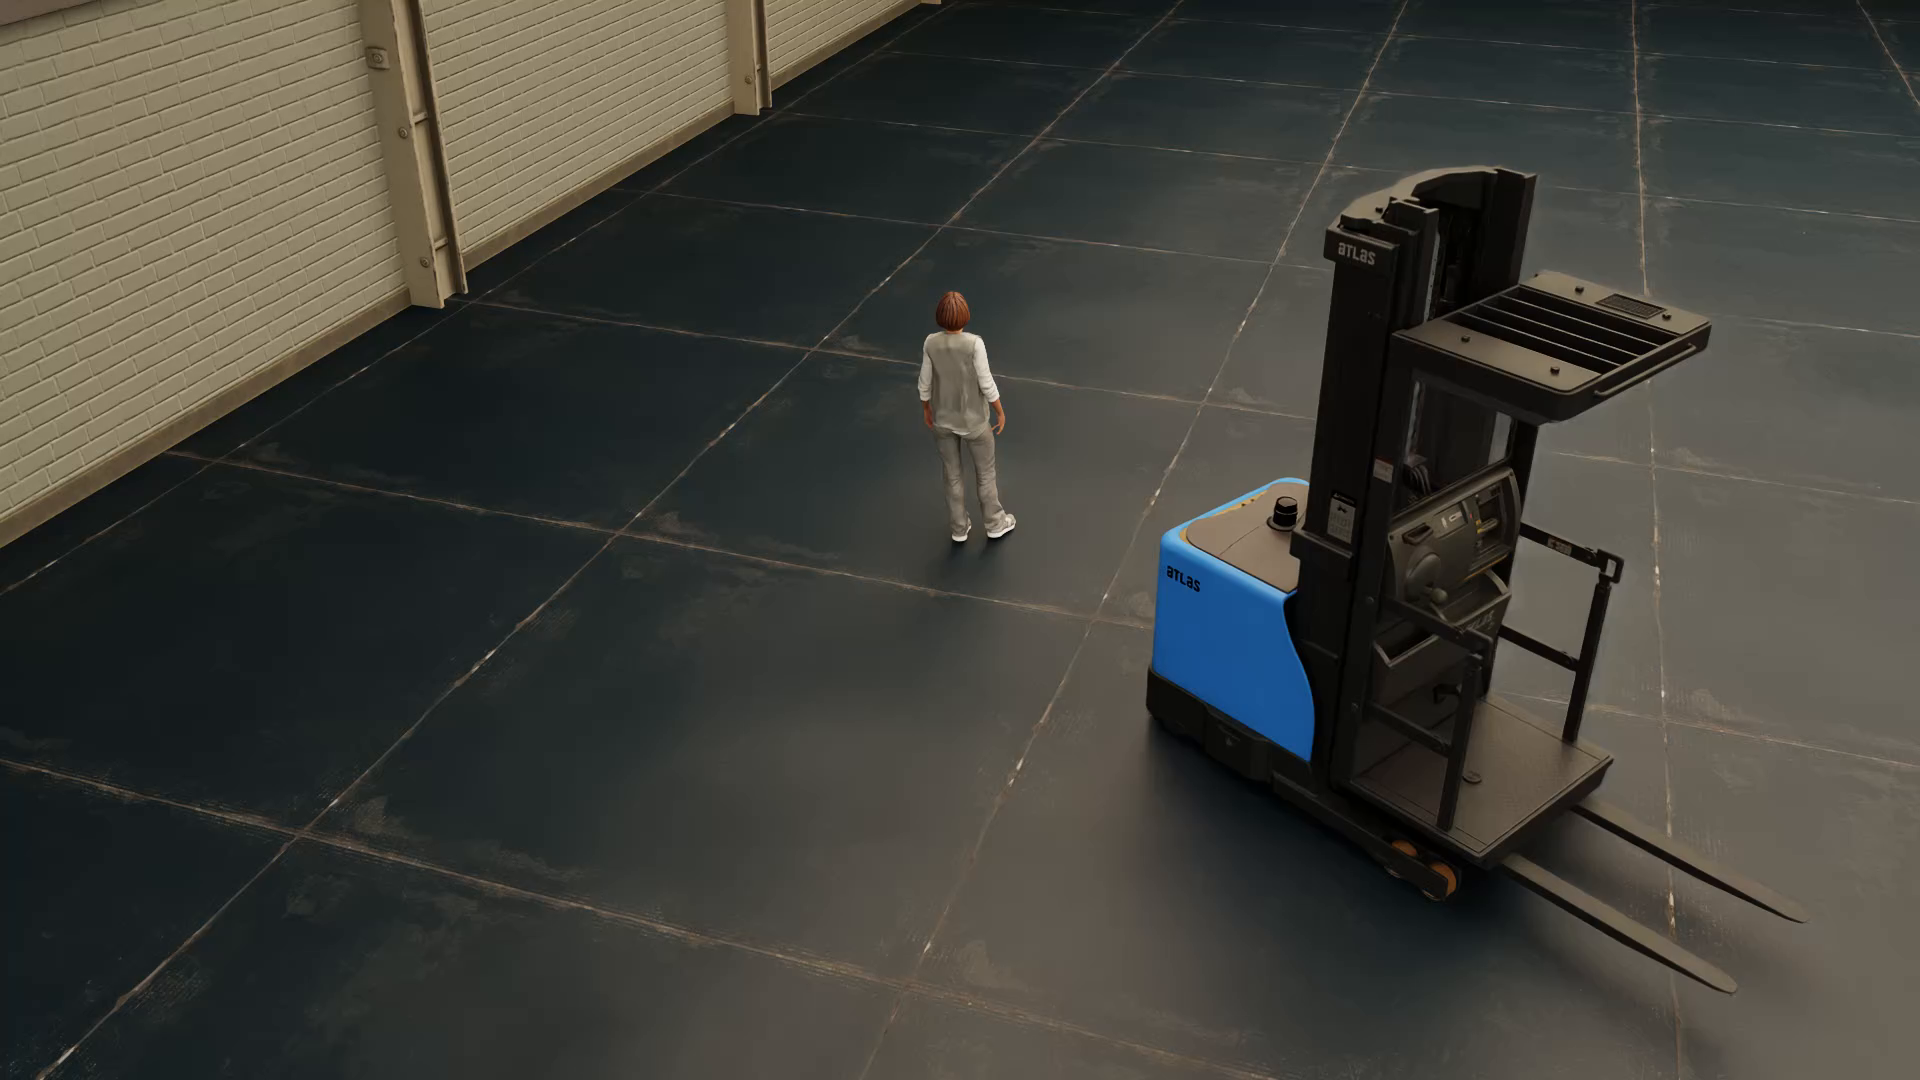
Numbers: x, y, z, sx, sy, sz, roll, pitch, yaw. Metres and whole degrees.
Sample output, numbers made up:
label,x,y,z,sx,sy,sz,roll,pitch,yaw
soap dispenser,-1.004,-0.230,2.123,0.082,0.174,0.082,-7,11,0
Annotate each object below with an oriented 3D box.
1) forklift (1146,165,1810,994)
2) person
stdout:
label,x,y,z,sx,sy,sz,roll,pitch,yaw
forklift,2.291,0.026,7.091,1.130,2.935,3.031,-23,37,-35
person,0.038,-0.733,9.754,0.520,1.599,0.473,10,31,16
